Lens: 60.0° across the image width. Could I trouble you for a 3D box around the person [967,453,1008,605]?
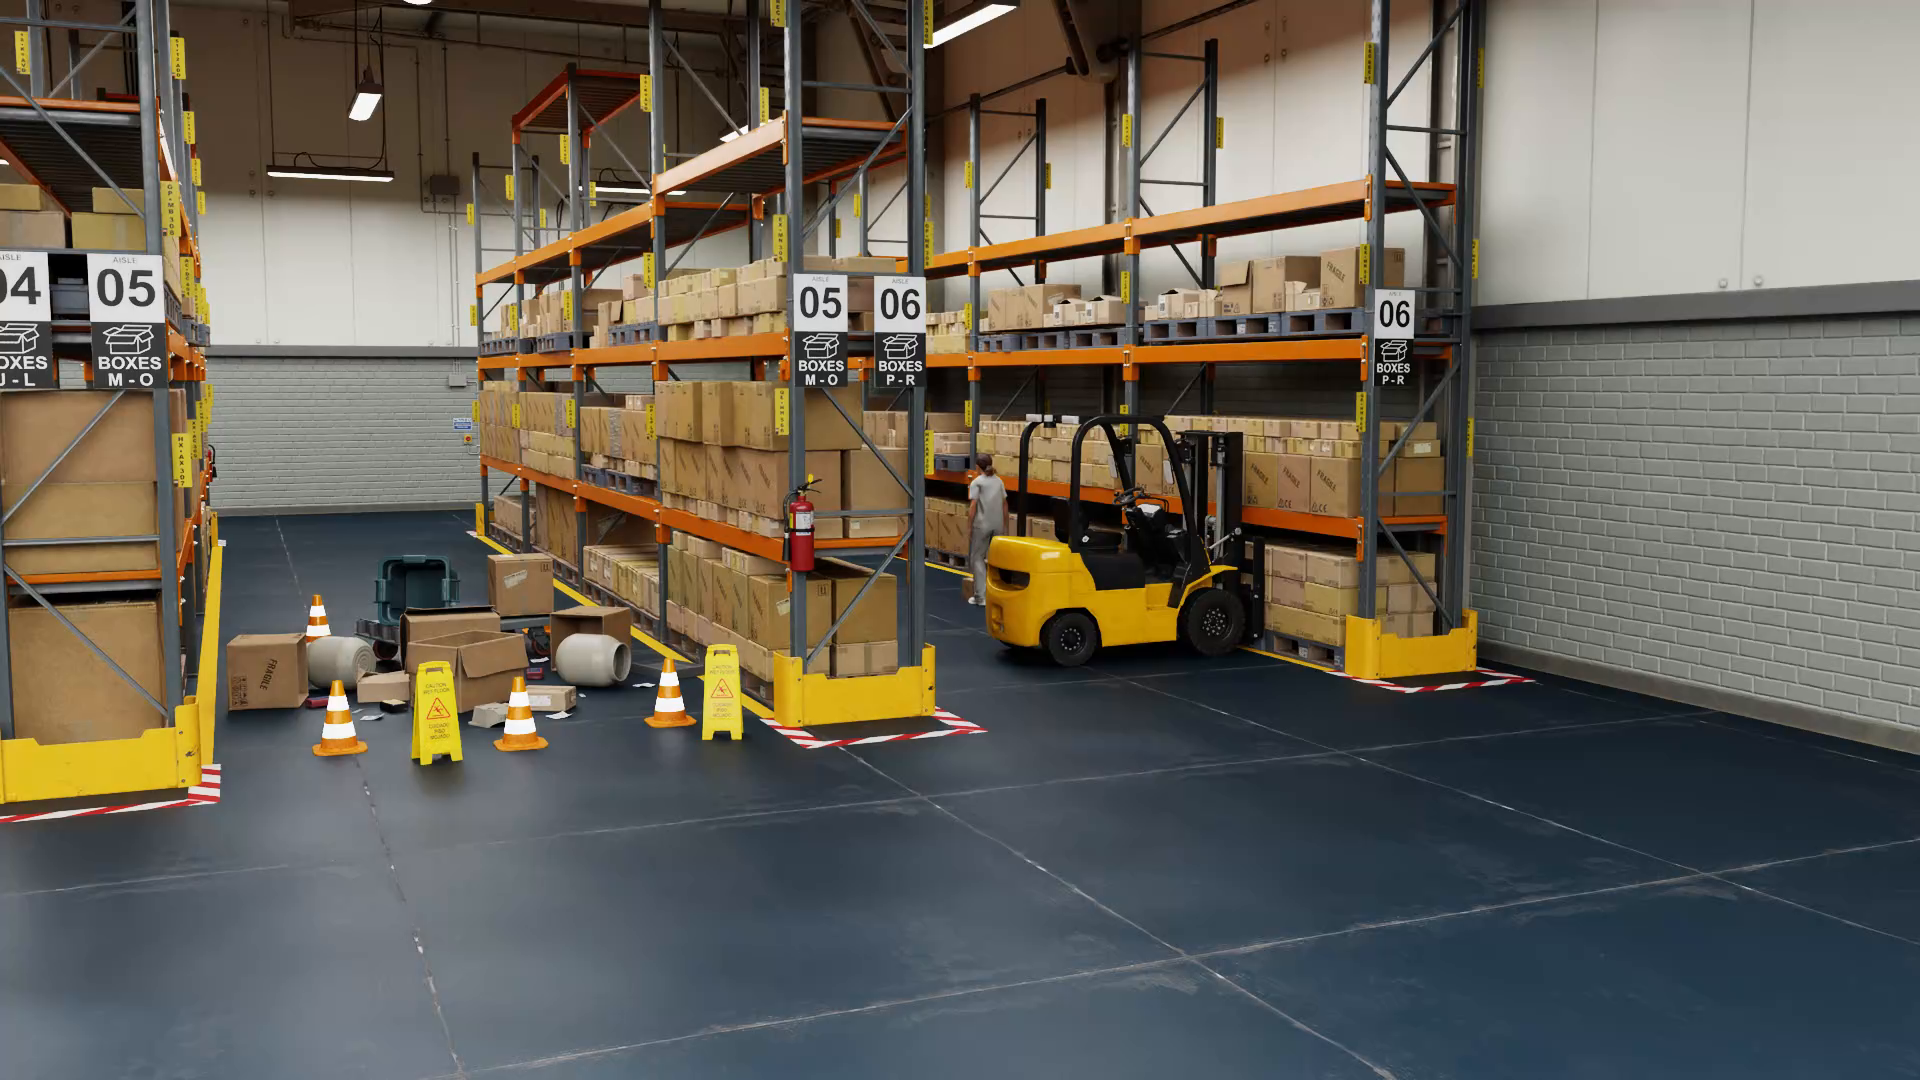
[{"bbox_3d":[0.304,-0.123,18.258,0.501,1.671,0.359,-3,6,-27],"label":"person"}]
